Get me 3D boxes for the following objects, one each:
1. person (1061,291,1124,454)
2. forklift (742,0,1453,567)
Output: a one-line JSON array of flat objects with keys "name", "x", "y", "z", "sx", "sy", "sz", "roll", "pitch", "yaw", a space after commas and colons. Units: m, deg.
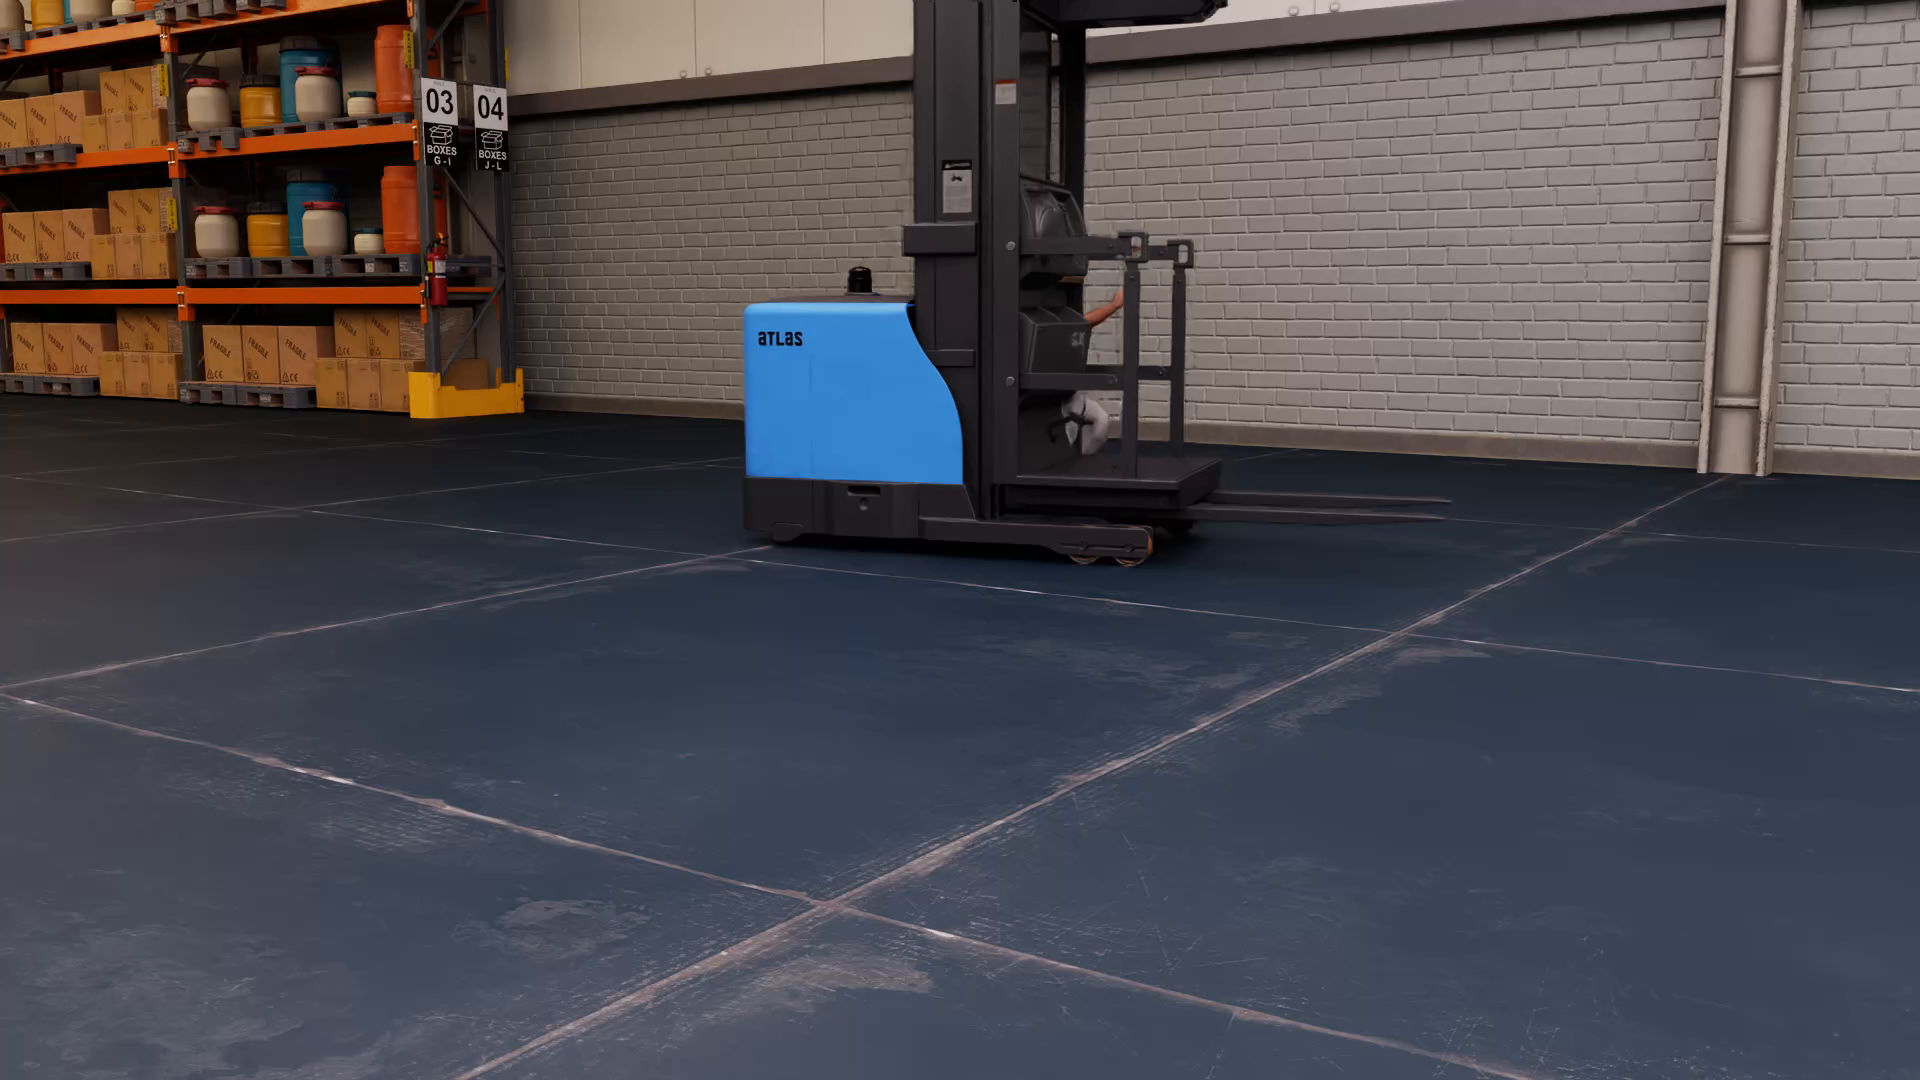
[{"name": "person", "x": 0.535, "y": -0.839, "z": 8.394, "sx": 0.726, "sy": 1.322, "sz": 1.501, "roll": 1, "pitch": 8, "yaw": 10}, {"name": "forklift", "x": 0.600, "y": -1.426, "z": 7.219, "sx": 3.031, "sy": 2.935, "sz": 1.130, "roll": 3, "pitch": 9, "yaw": 18}]
